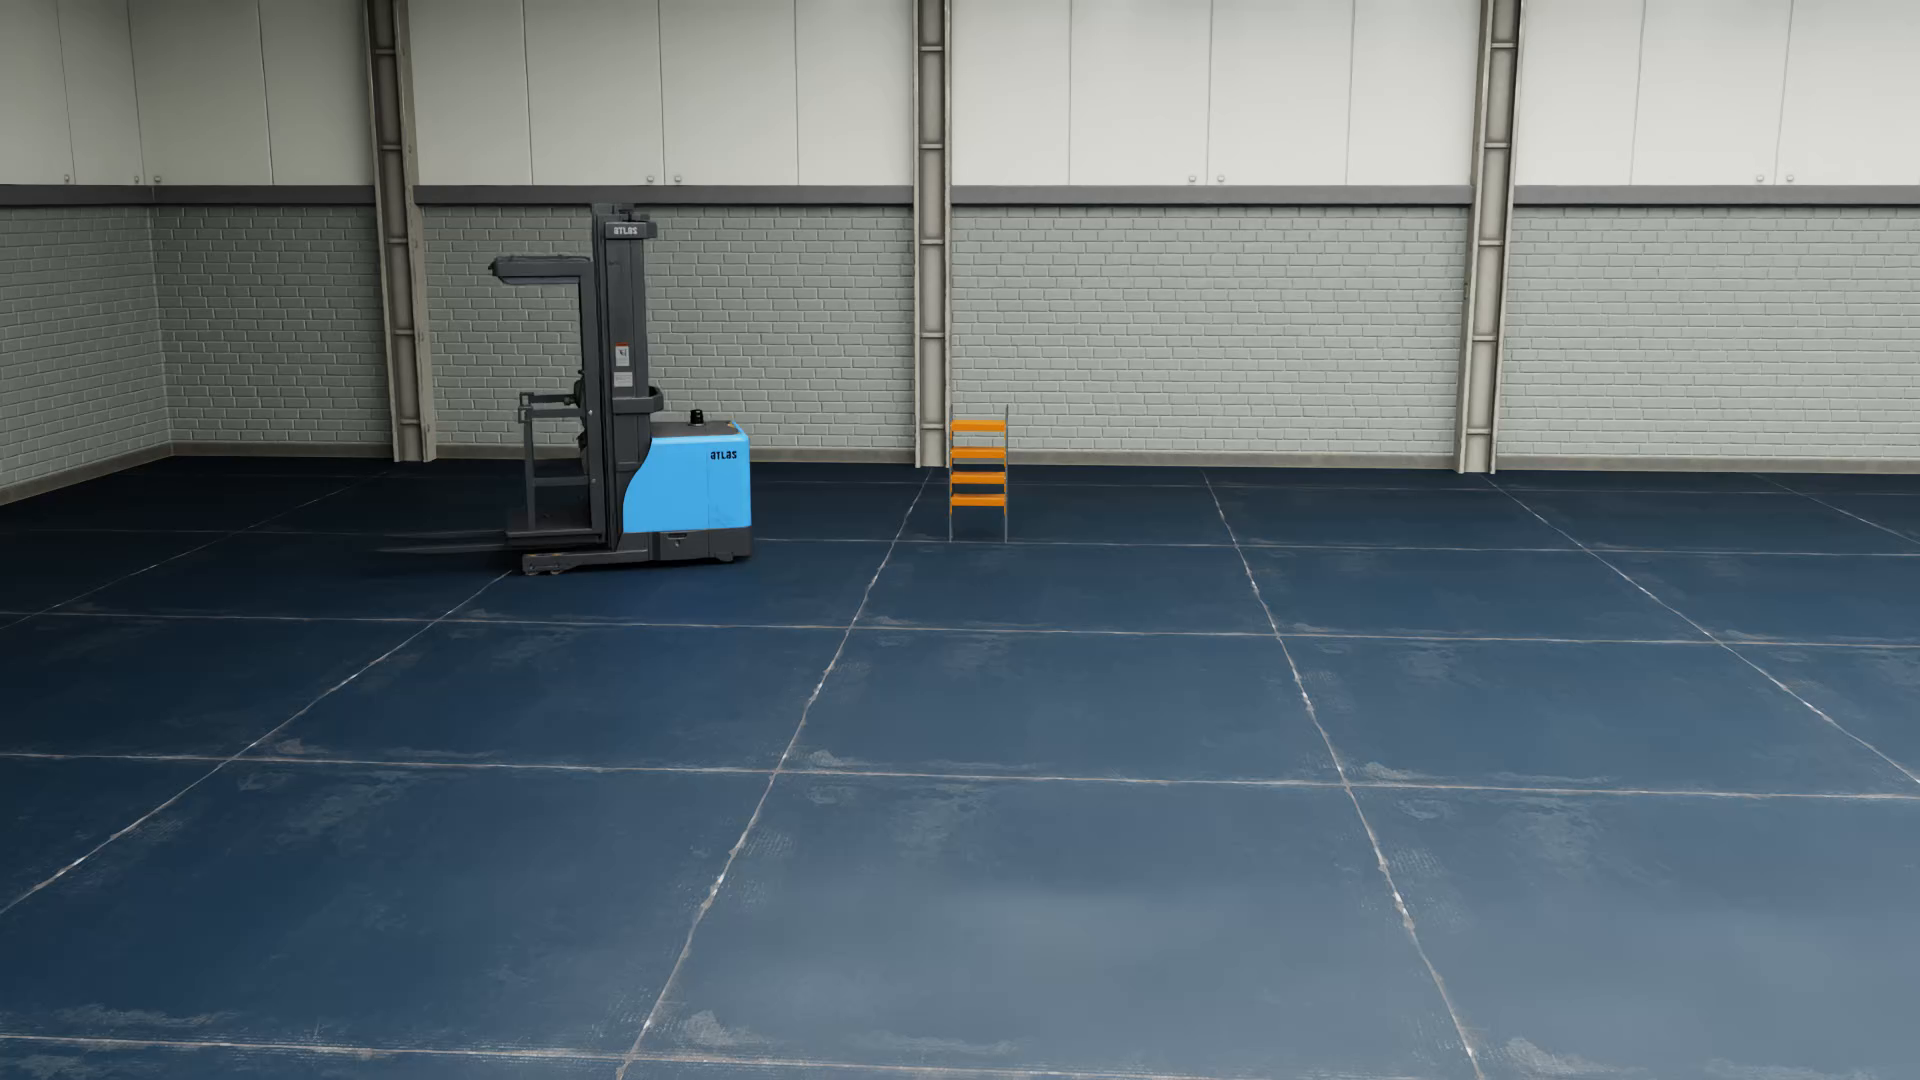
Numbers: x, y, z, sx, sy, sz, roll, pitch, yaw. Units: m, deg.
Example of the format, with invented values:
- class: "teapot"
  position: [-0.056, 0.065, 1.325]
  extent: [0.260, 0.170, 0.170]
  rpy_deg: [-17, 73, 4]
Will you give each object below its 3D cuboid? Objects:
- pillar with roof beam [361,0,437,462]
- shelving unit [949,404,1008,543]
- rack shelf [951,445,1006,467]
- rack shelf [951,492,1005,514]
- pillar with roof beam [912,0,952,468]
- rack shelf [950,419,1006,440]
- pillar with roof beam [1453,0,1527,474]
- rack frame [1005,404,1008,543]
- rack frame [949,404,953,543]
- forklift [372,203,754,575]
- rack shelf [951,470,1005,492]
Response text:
- class: "pillar with roof beam"
  position: [-6.572, -4.452, 14.073]
  extent: [0.400, 9.000, 9.100]
  rpy_deg: [1, 12, 4]
- class: "shelving unit"
  position: [0.165, -0.585, 14.634]
  extent: [0.503, 1.200, 0.258]
  rpy_deg: [1, 12, 4]
- class: "rack shelf"
  position: [0.165, -0.738, 14.602]
  extent: [0.480, 0.148, 0.258]
  rpy_deg: [1, 12, 4]
- class: "rack shelf"
  position: [0.165, -0.325, 14.689]
  extent: [0.480, 0.148, 0.258]
  rpy_deg: [1, 12, 4]
- class: "pillar with roof beam"
  position: [-0.585, -4.370, 13.681]
  extent: [0.400, 9.000, 9.100]
  rpy_deg: [1, 12, 4]
- class: "rack shelf"
  position: [0.165, -0.970, 14.554]
  extent: [0.480, 0.148, 0.258]
  rpy_deg: [1, 12, 4]
- class: "pillar with roof beam"
  position: [5.402, -4.288, 13.288]
  extent: [0.400, 9.000, 9.100]
  rpy_deg: [1, 12, 4]
- class: "rack frame"
  position: [0.409, -0.582, 14.618]
  extent: [0.015, 1.200, 0.240]
  rpy_deg: [1, 12, 4]
- class: "rack frame"
  position: [-0.078, -0.588, 14.650]
  extent: [0.015, 1.200, 0.240]
  rpy_deg: [1, 12, 4]
- class: "forklift"
  position: [-3.299, -1.269, 13.676]
  extent: [3.031, 2.935, 1.130]
  rpy_deg: [-3, 12, -13]
- class: "rack shelf"
  position: [0.165, -0.519, 14.648]
  extent: [0.480, 0.148, 0.258]
  rpy_deg: [1, 12, 4]
